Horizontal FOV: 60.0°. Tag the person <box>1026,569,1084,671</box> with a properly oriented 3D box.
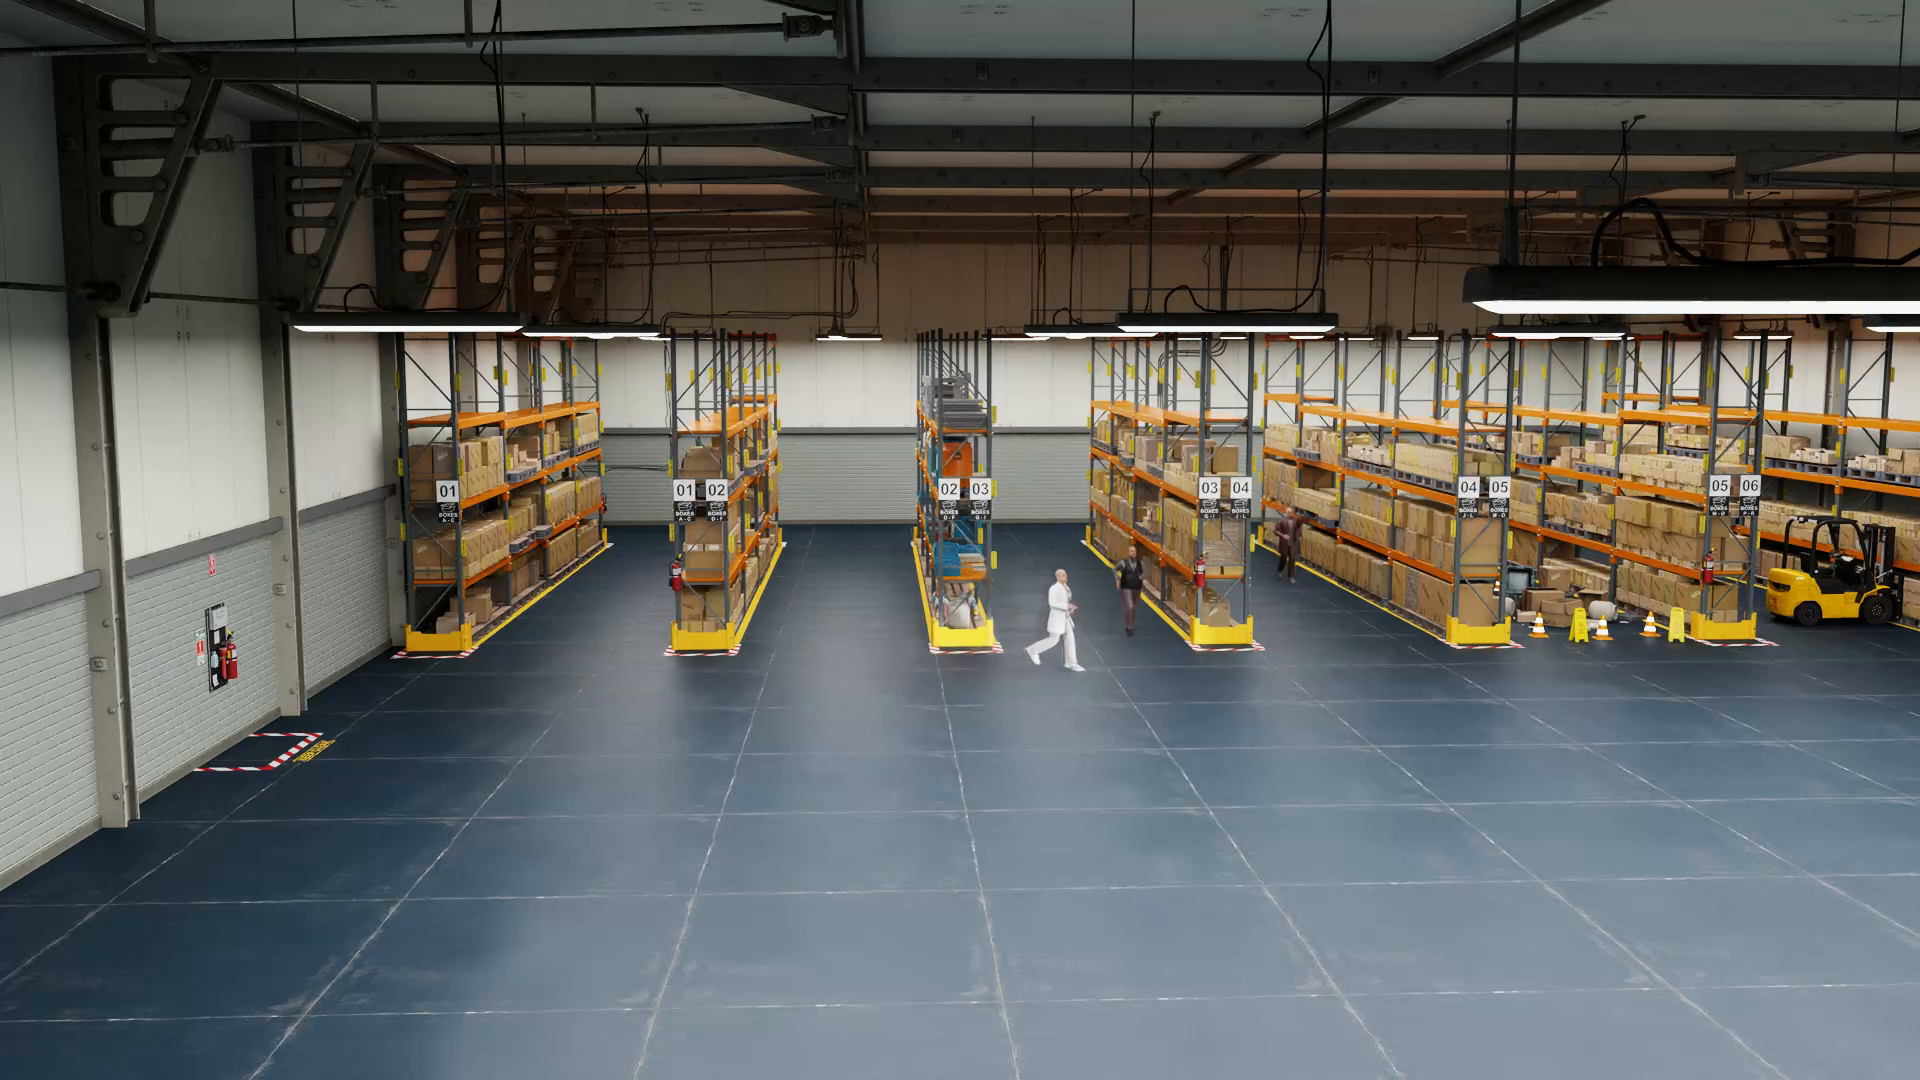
[{"bbox_3d":[1.705,1.398,29.285,1.041,1.790,0.717,4,8,28],"label":"person"}]

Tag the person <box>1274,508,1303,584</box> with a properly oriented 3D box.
[{"bbox_3d":[7.906,0.117,40.100,0.734,1.799,0.933,-1,7,-6],"label":"person"}]

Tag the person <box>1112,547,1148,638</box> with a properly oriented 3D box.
[{"bbox_3d":[3.370,1.010,32.754,0.631,1.775,0.785,-2,7,-16],"label":"person"}]

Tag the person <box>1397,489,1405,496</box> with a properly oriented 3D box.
[{"bbox_3d":[13.014,-0.967,49.431,0.645,1.756,0.653,0,7,-3],"label":"person"}]
